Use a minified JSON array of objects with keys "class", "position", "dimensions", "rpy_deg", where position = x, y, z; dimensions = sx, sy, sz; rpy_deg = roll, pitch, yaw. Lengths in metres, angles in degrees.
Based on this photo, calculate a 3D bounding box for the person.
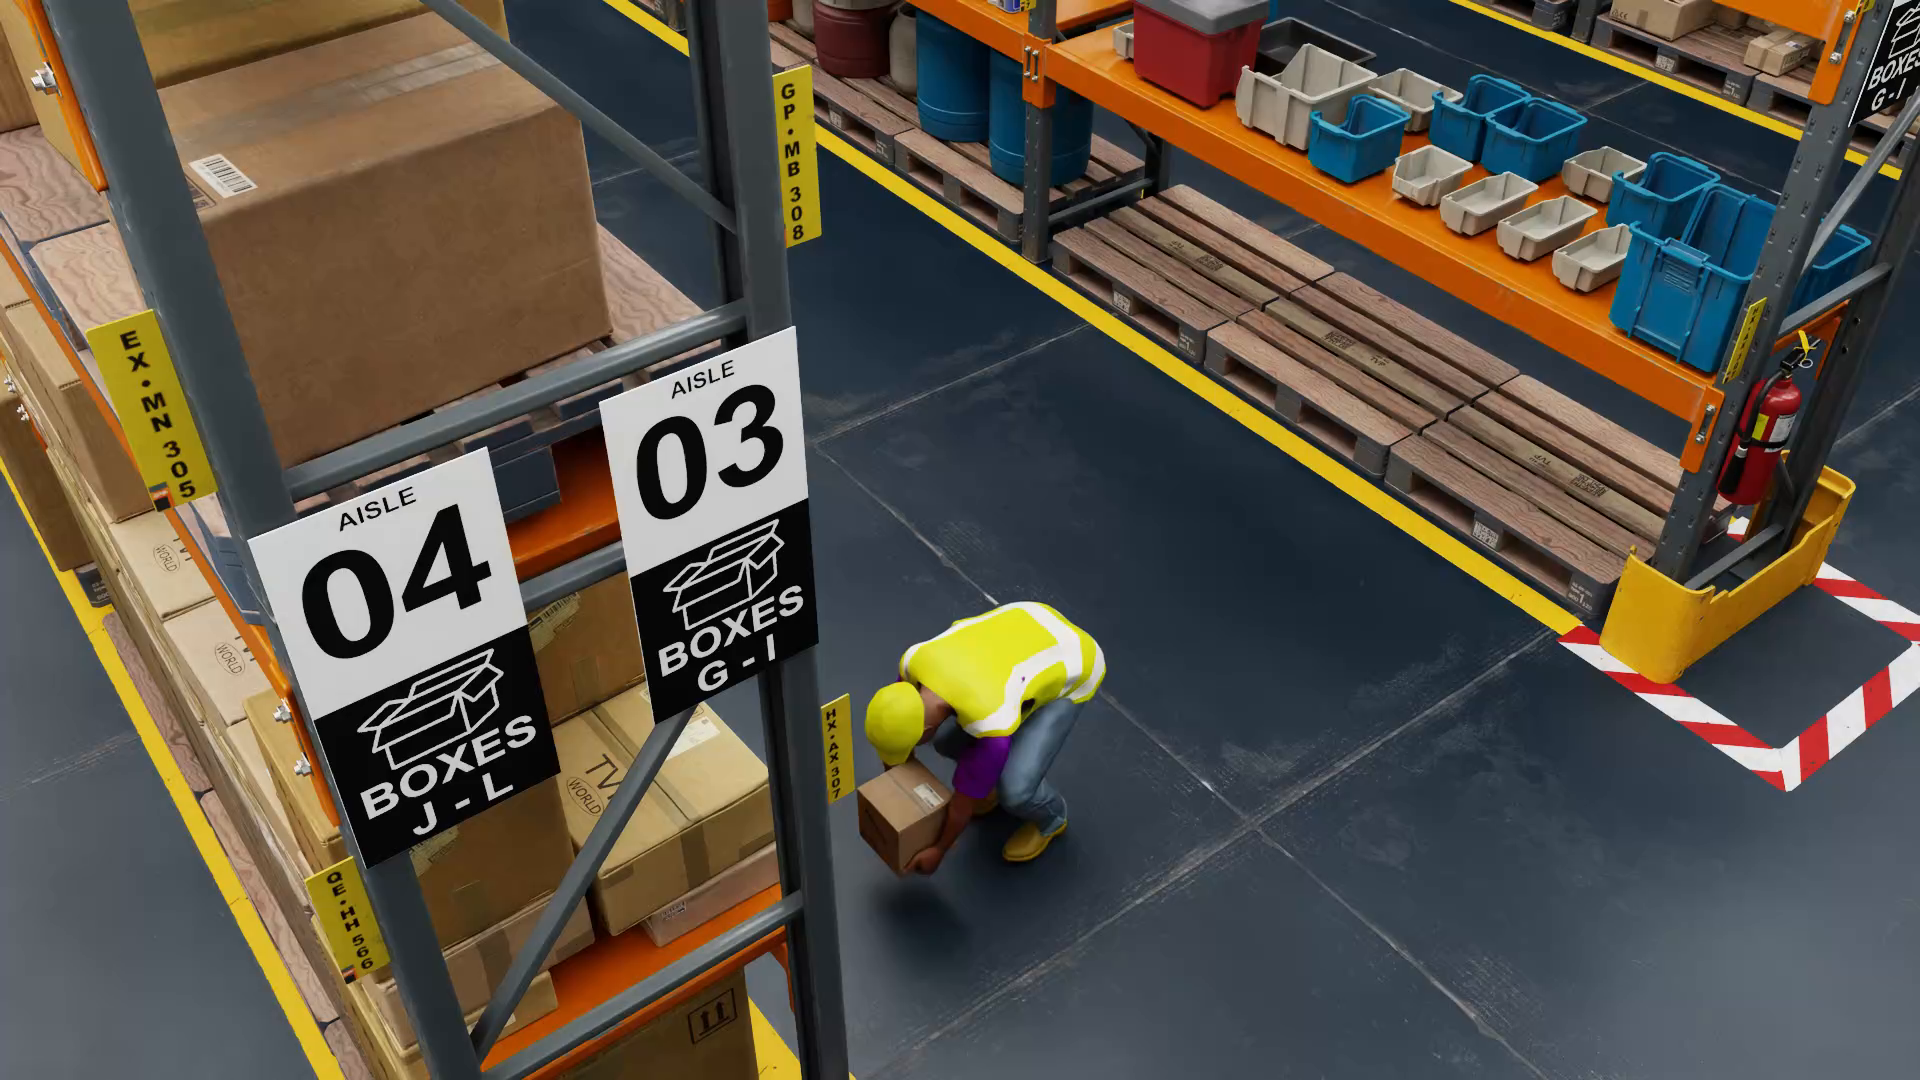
[{"class":"person","position":[0.073,0.728,5.837],"dimensions":[0.966,1.039,0.518],"rpy_deg":[-29,48,-30]}]
